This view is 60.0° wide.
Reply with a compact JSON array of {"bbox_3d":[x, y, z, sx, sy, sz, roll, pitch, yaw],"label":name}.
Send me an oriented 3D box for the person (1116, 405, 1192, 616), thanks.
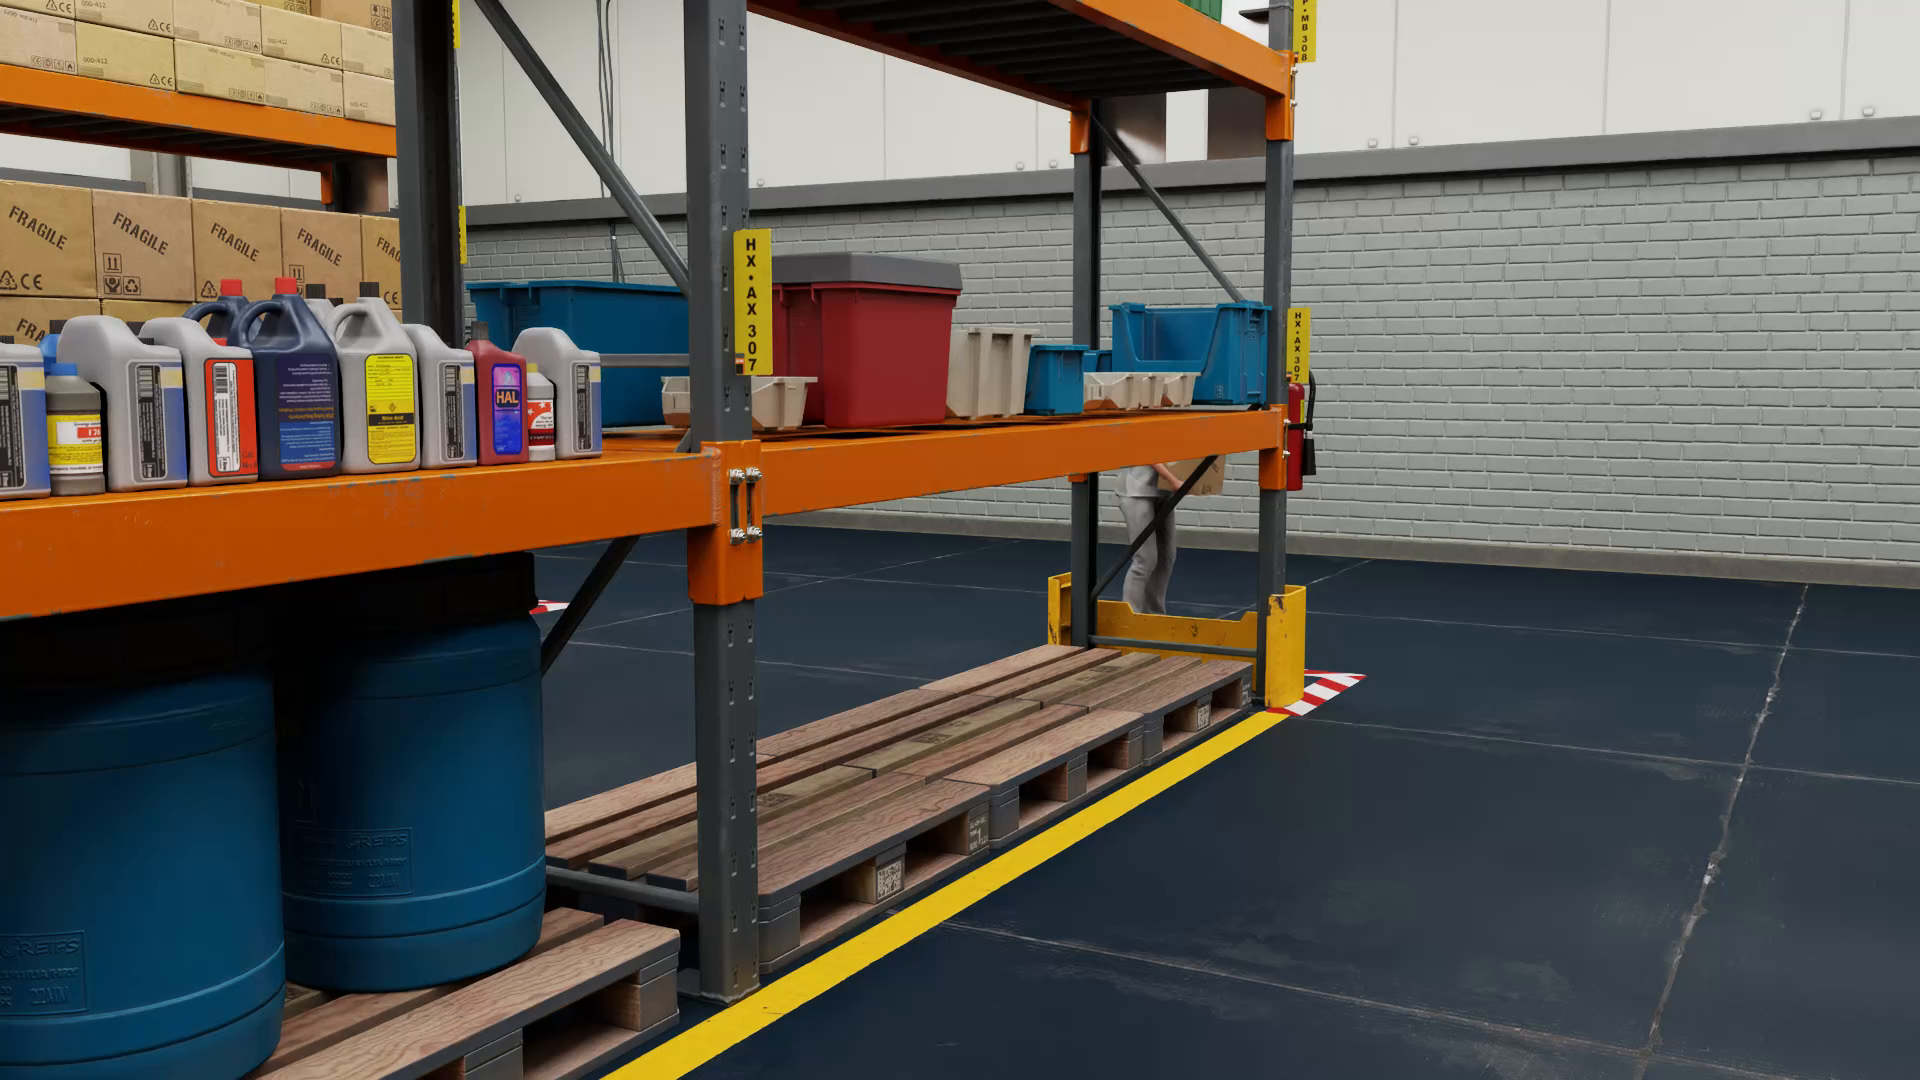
[{"bbox_3d":[1.061,-0.213,8.733,0.497,1.588,0.407,4,7,35],"label":"person"}]
